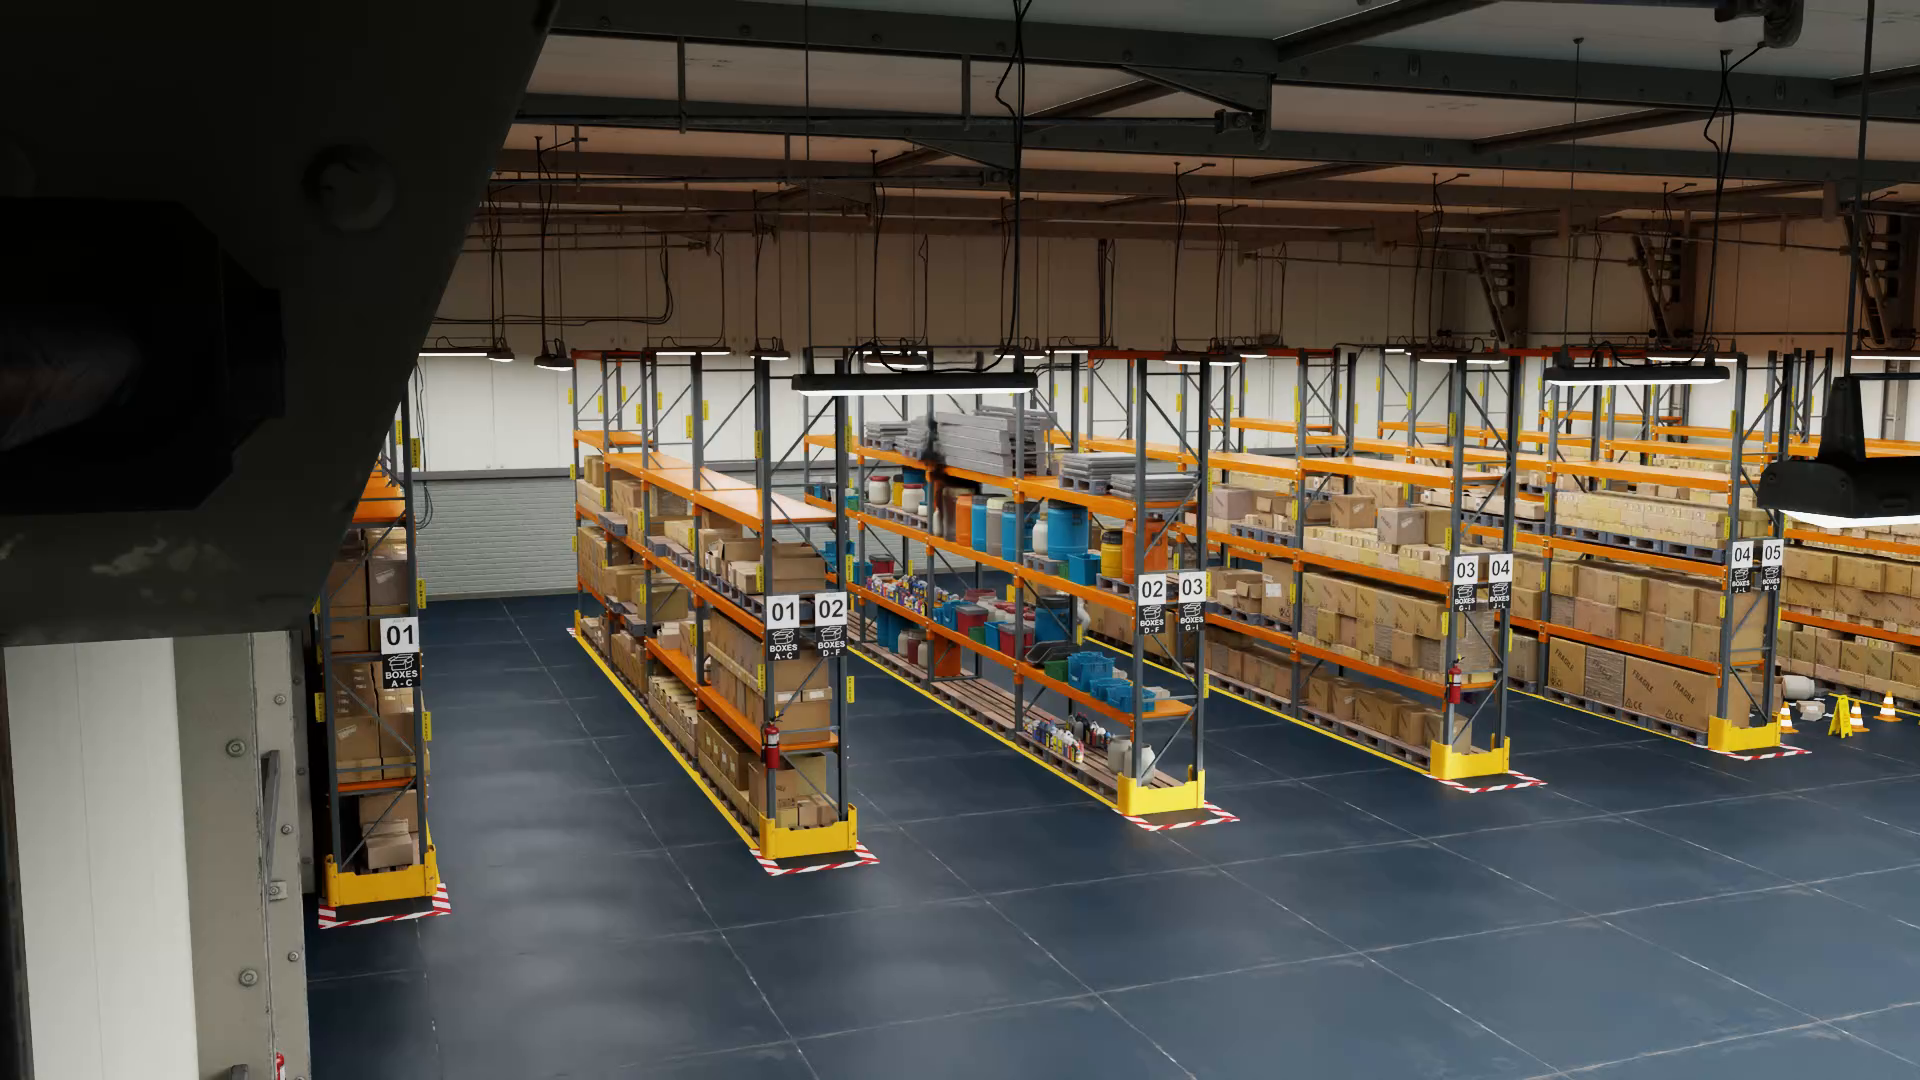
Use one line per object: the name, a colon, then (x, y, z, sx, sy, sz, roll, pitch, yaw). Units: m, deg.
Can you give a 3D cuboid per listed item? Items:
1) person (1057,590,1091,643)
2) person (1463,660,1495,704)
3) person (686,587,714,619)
person: (2.242, 1.339, 32.726, 0.678, 1.620, 0.926, -3, 8, -21)
person: (8.891, 2.020, 28.458, 0.613, 1.604, 0.560, -4, 8, -30)
person: (-5.356, 1.190, 34.504, 0.672, 1.730, 0.568, -4, 8, -31)
